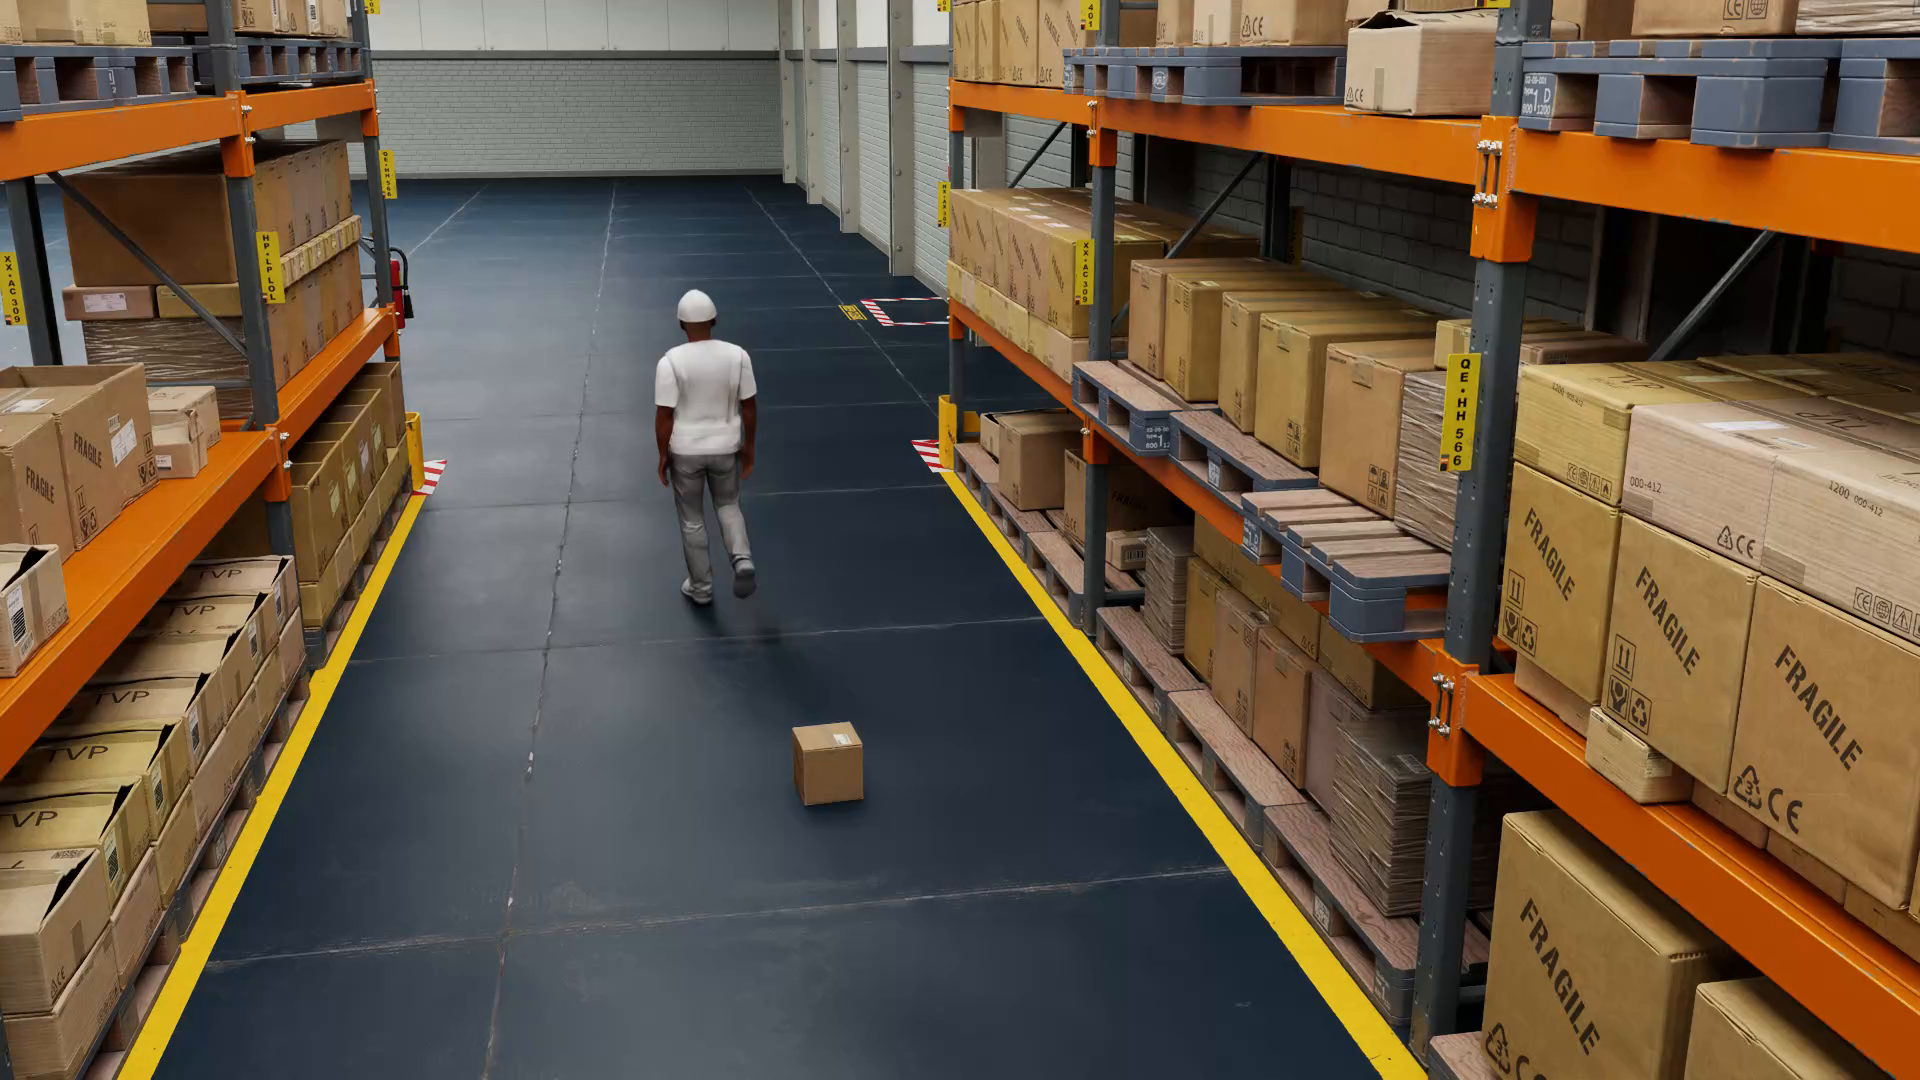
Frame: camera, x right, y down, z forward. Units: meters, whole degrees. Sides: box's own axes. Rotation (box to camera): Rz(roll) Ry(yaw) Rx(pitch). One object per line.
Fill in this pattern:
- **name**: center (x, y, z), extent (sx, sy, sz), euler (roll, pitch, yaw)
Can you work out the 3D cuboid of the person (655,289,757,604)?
- **person**: center (-1.386, -0.493, 9.113), extent (0.569, 1.757, 0.590), euler (-8, 18, -24)
